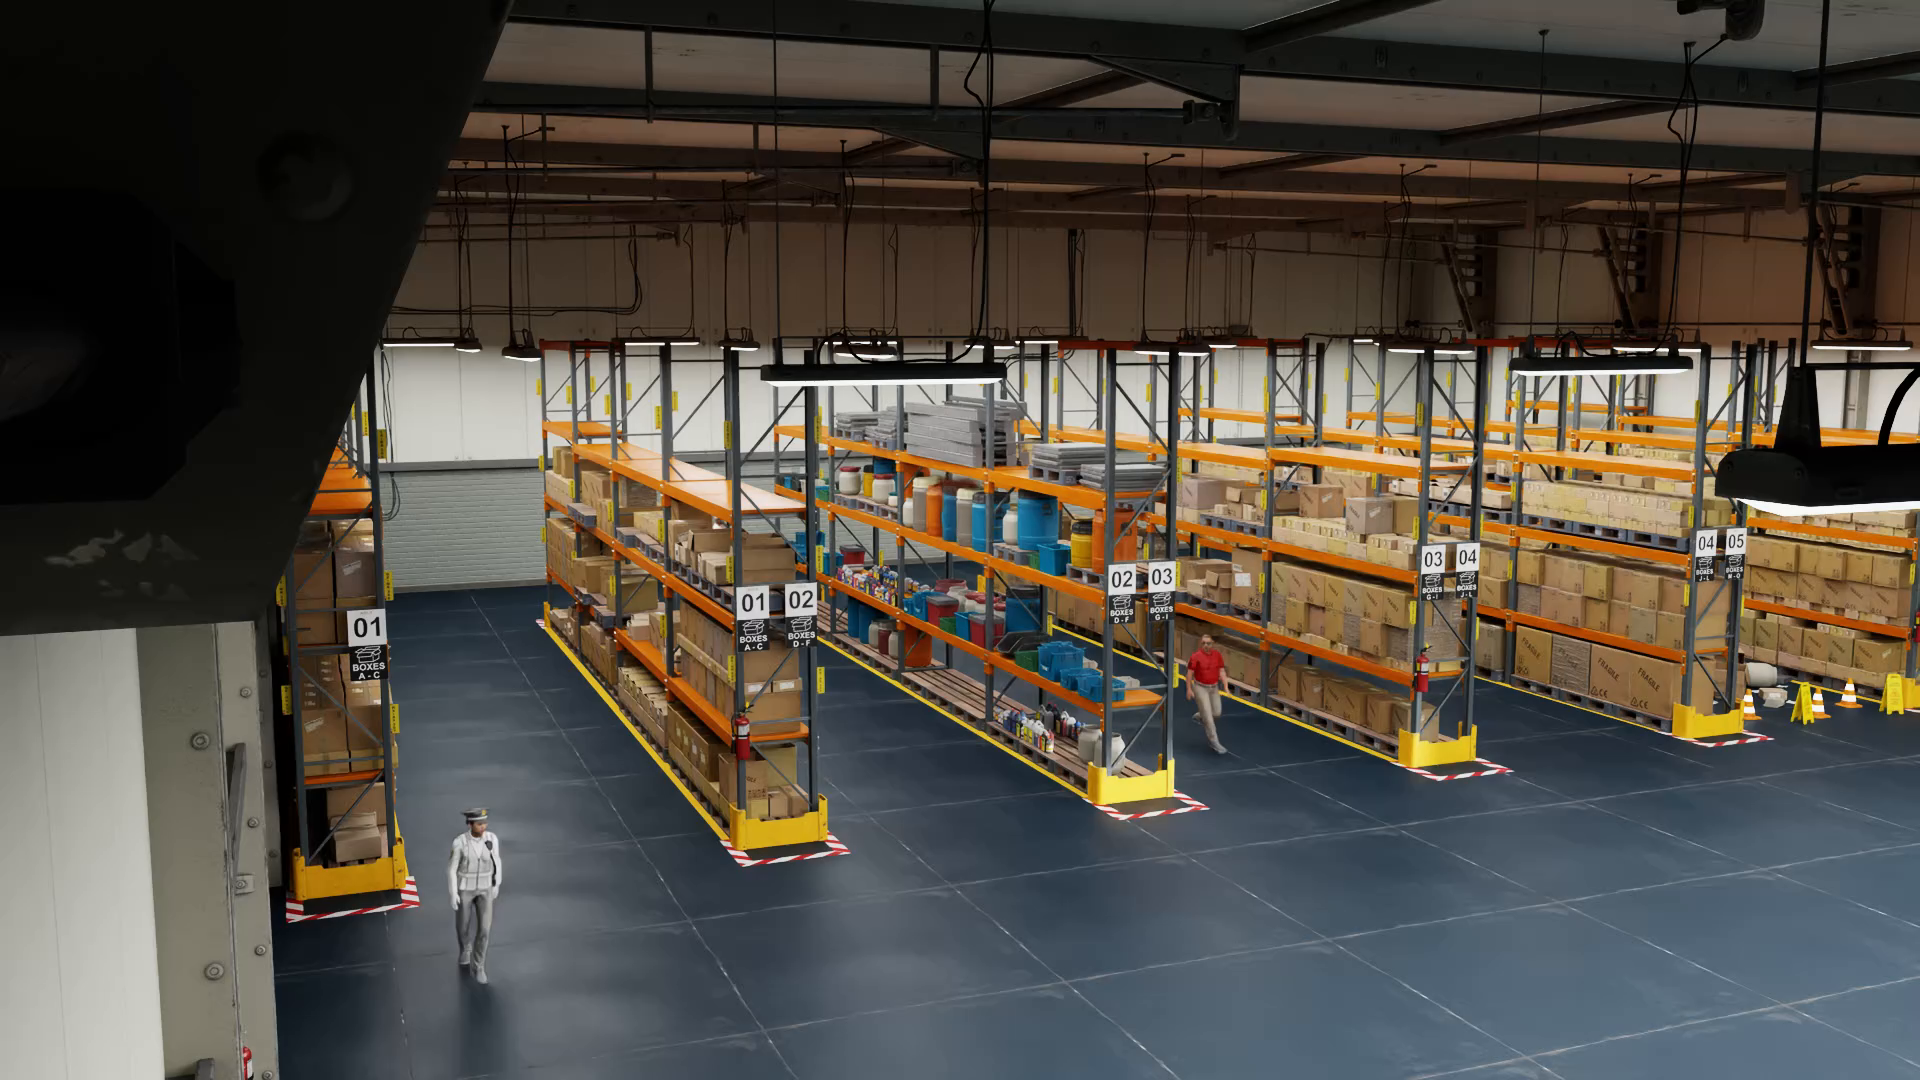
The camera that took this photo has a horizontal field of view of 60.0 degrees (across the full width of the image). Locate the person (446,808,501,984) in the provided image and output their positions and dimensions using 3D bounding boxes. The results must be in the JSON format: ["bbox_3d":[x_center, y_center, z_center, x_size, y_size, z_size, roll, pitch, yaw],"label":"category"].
[{"bbox_3d":[-4.732,3.435,16.243,0.561,1.689,0.686,-4,9,-30],"label":"person"}]

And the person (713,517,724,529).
[{"bbox_3d":[-5.872,0.222,40.126,0.515,1.757,0.606,-2,8,-12],"label":"person"}]

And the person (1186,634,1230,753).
[{"bbox_3d":[3.724,2.248,24.849,0.563,1.688,0.939,-4,9,-29],"label":"person"}]
